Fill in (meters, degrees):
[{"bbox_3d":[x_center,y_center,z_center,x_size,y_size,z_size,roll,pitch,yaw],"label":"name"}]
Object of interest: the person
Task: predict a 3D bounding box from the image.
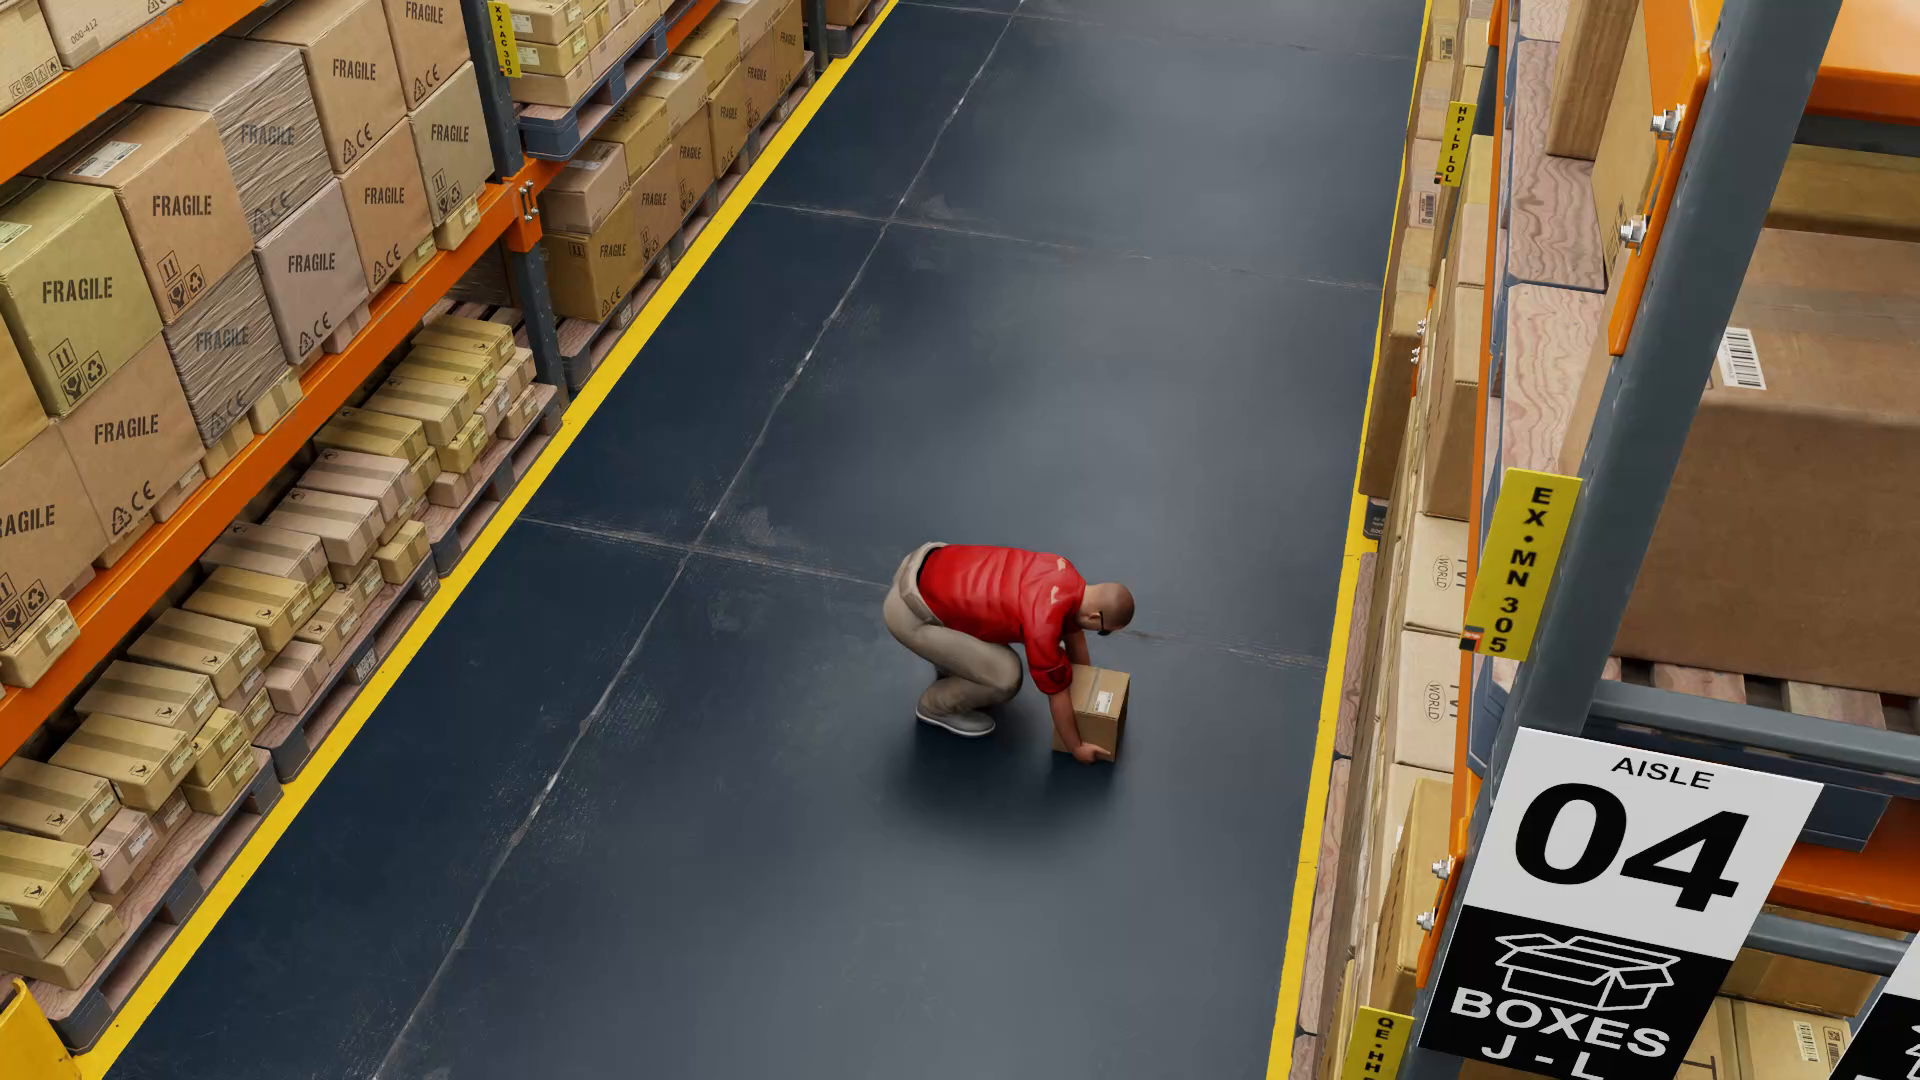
[{"bbox_3d":[0.191,0.383,6.476,0.951,0.790,0.531,9,42,10],"label":"person"}]
